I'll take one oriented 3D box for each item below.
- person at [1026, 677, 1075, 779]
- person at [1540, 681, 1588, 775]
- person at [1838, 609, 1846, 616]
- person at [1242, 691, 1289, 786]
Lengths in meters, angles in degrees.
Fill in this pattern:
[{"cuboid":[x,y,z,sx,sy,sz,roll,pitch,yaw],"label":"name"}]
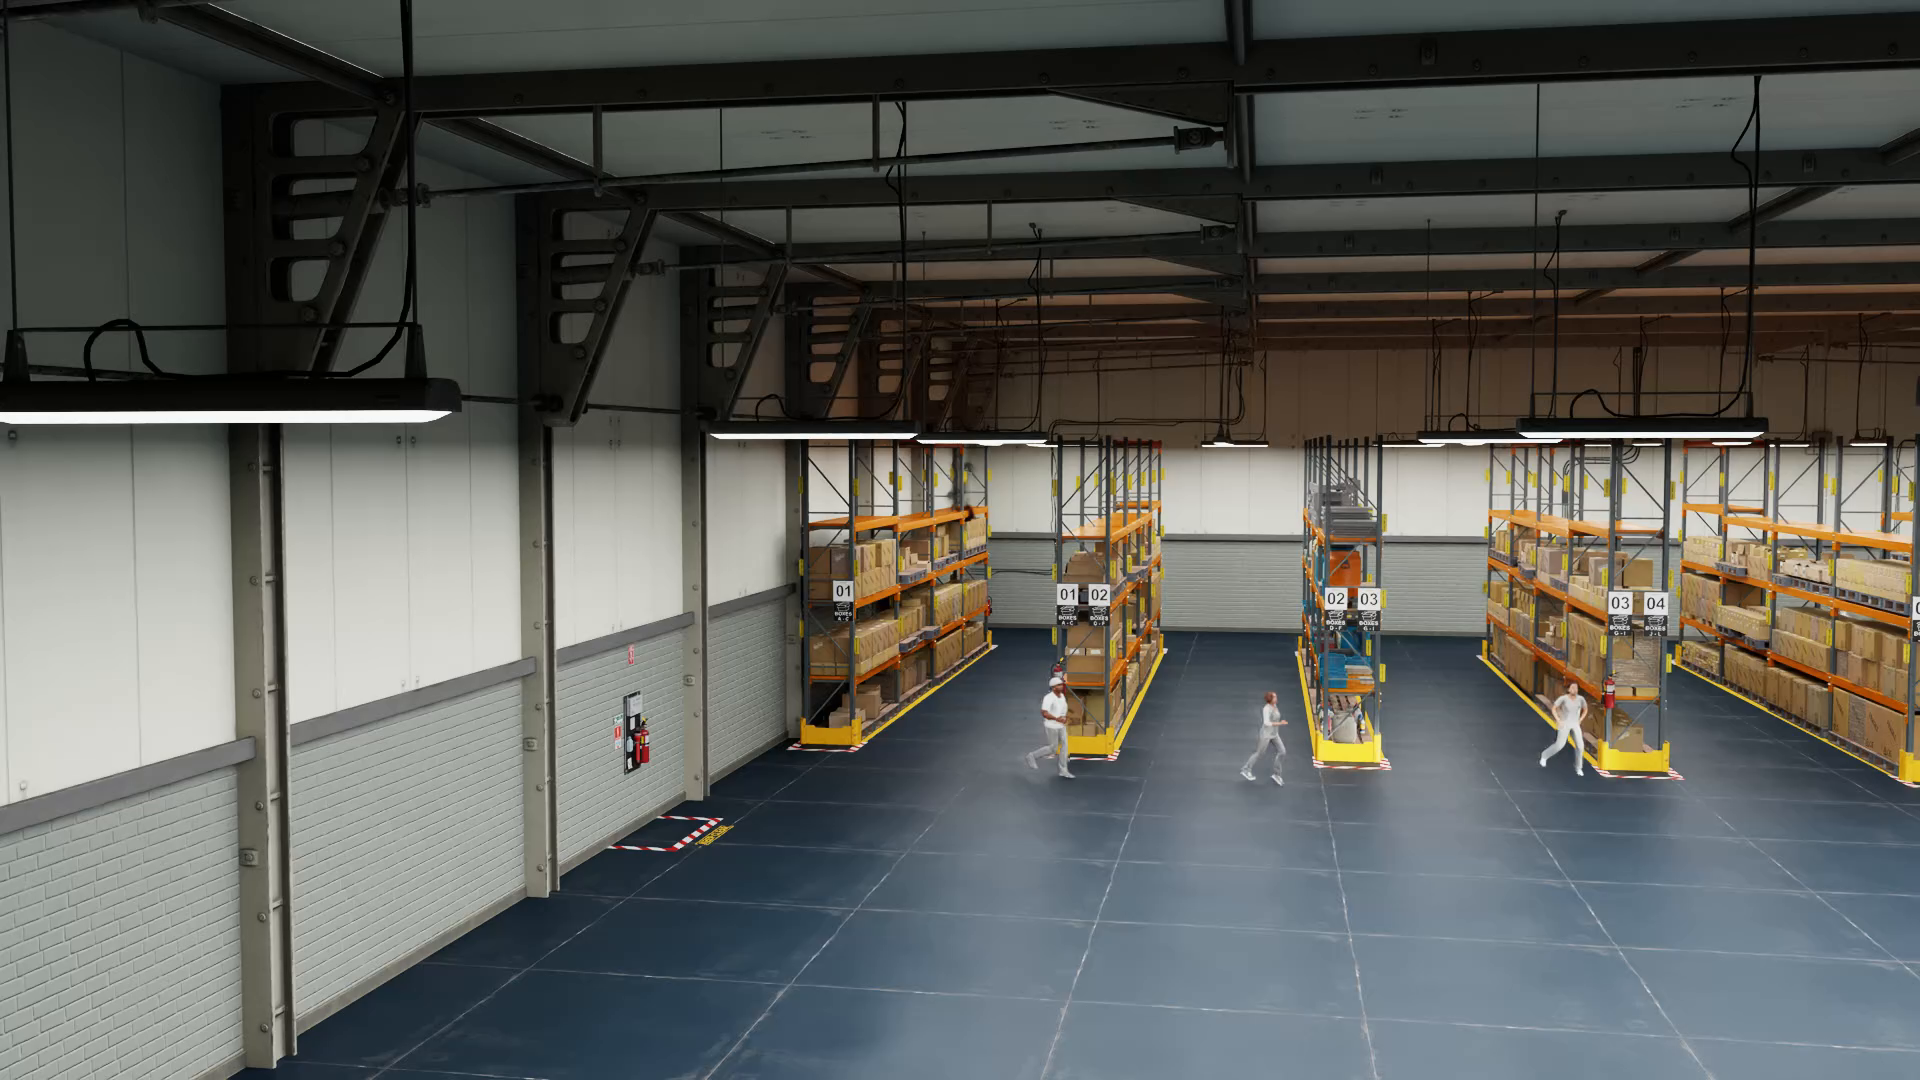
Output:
[{"cuboid":[1.630,3.277,29.165,0.887,1.763,0.708,2,4,32],"label":"person"},{"cuboid":[10.787,3.330,29.570,0.783,1.667,0.677,0,3,-5],"label":"person"},{"cuboid":[23.714,2.477,44.921,0.645,1.619,0.586,0,3,8],"label":"person"},{"cuboid":[5.259,3.384,28.462,0.837,1.632,0.545,2,4,39],"label":"person"}]
